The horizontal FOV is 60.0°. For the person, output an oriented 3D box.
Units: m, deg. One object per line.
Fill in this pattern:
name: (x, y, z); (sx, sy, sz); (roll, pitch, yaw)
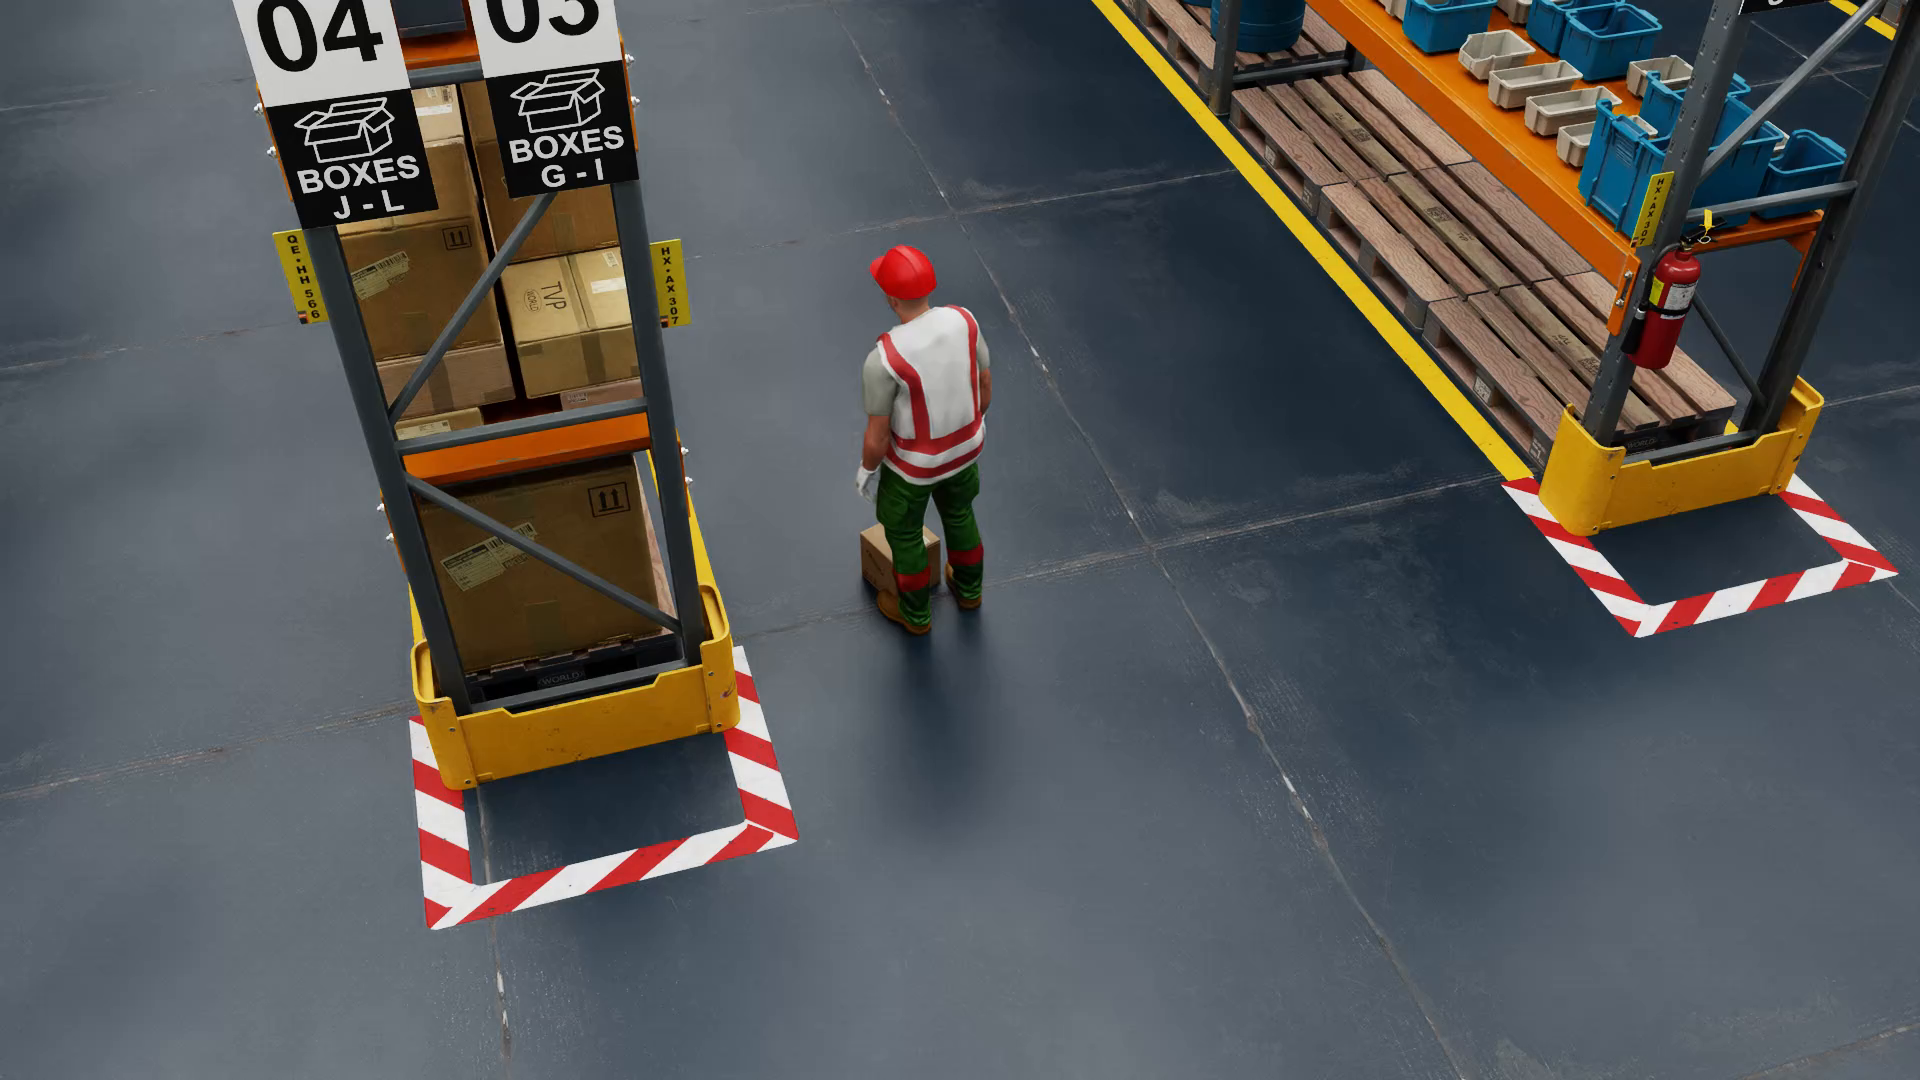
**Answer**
person: (-0.144, -0.361, 6.552); (0.620, 1.778, 0.447); (-26, 48, -26)
